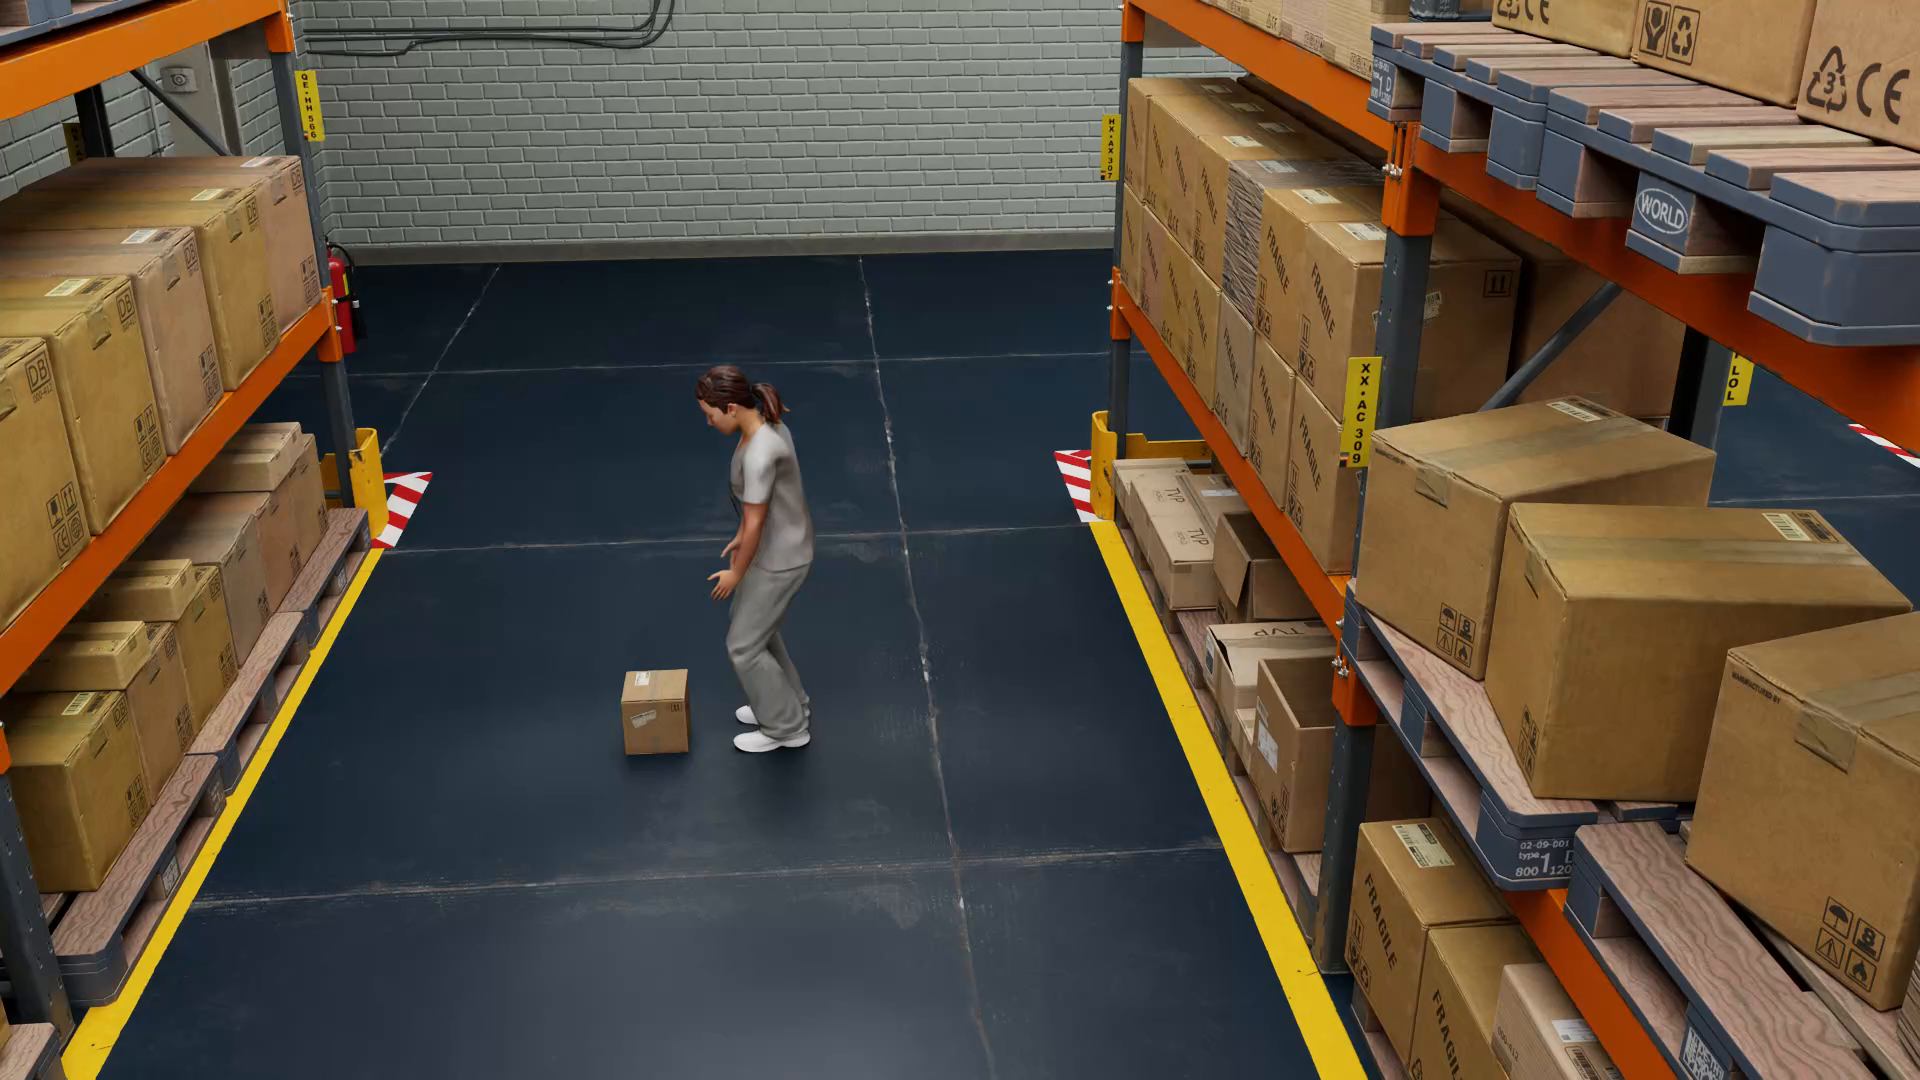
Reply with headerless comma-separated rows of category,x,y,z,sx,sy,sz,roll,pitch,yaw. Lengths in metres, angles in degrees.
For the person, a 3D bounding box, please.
person,-0.782,0.080,6.529,0.426,1.597,0.468,-2,24,-4
